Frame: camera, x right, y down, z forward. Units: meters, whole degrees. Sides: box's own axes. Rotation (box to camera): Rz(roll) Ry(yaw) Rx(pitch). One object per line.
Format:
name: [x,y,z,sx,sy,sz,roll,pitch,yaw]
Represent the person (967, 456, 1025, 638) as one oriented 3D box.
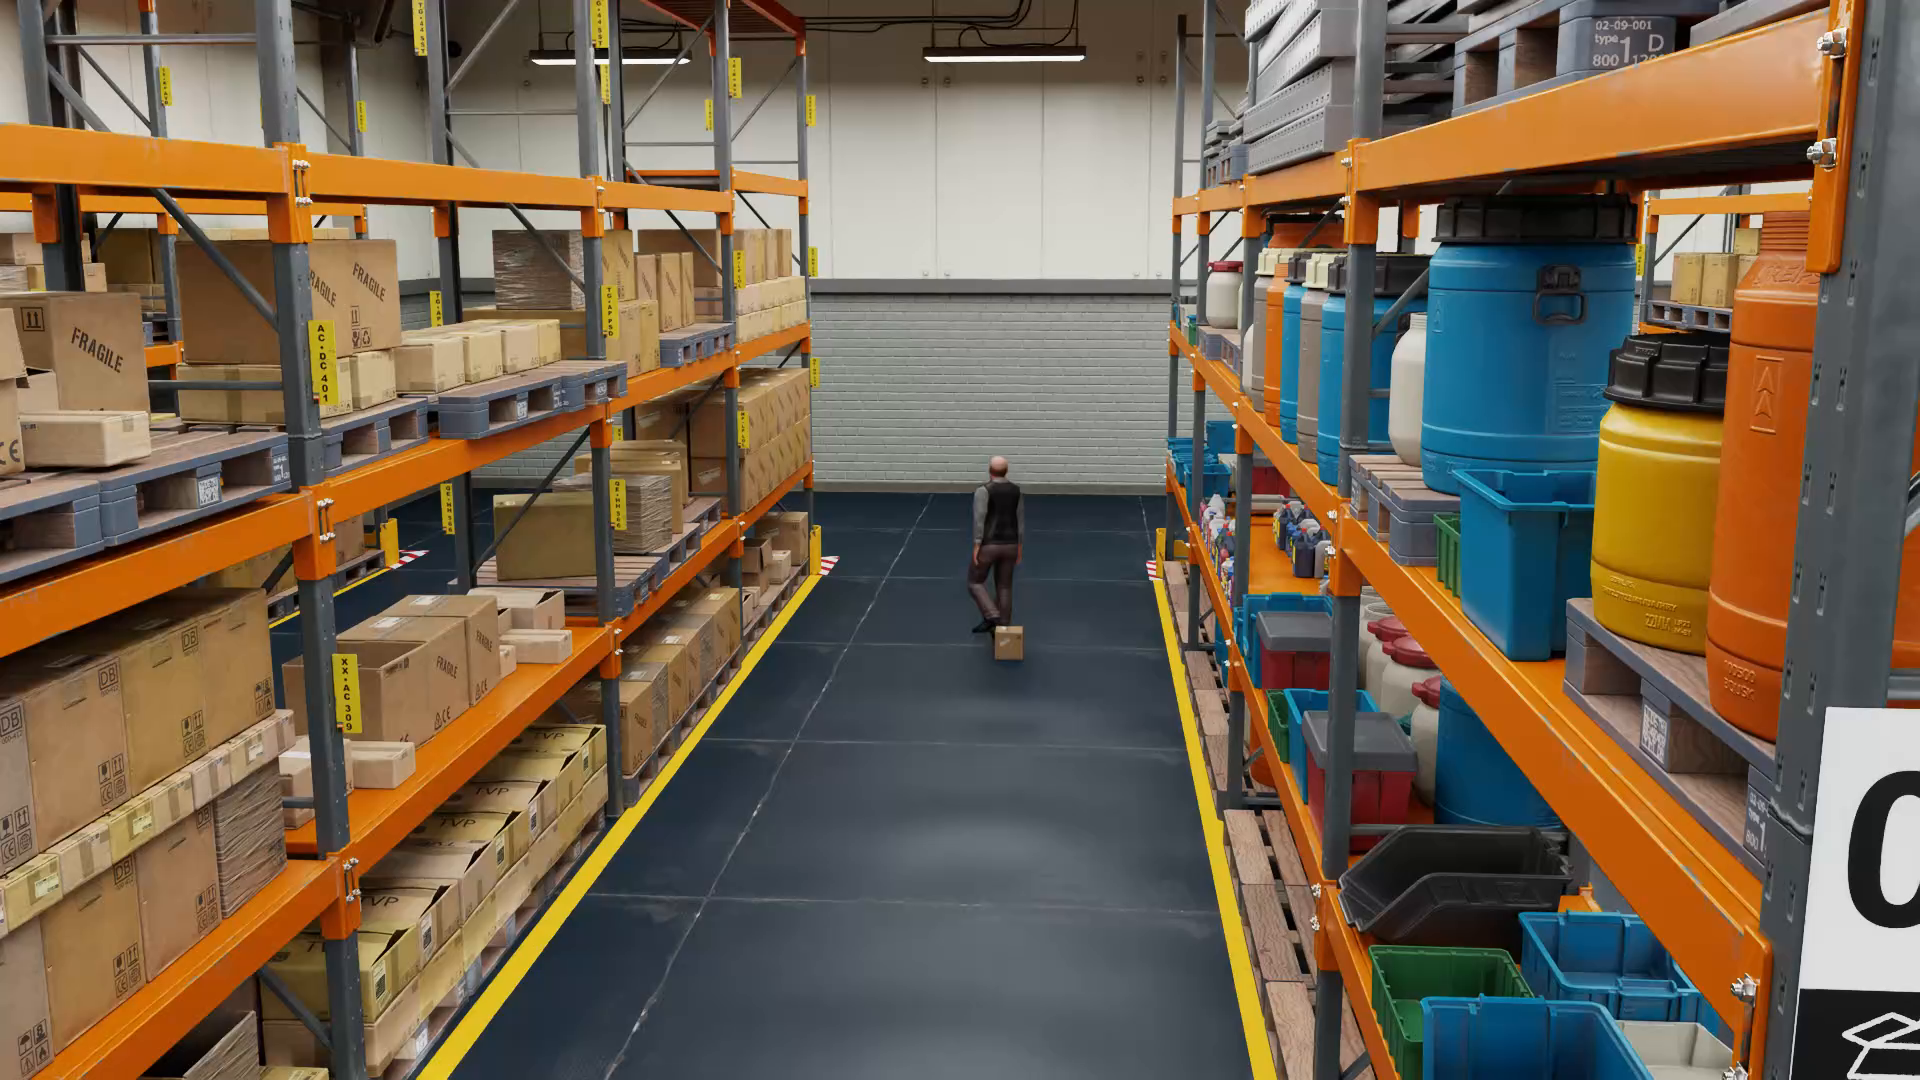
person: [0.361,0.085,15.488,0.578,1.713,0.477,-5,12,-24]
